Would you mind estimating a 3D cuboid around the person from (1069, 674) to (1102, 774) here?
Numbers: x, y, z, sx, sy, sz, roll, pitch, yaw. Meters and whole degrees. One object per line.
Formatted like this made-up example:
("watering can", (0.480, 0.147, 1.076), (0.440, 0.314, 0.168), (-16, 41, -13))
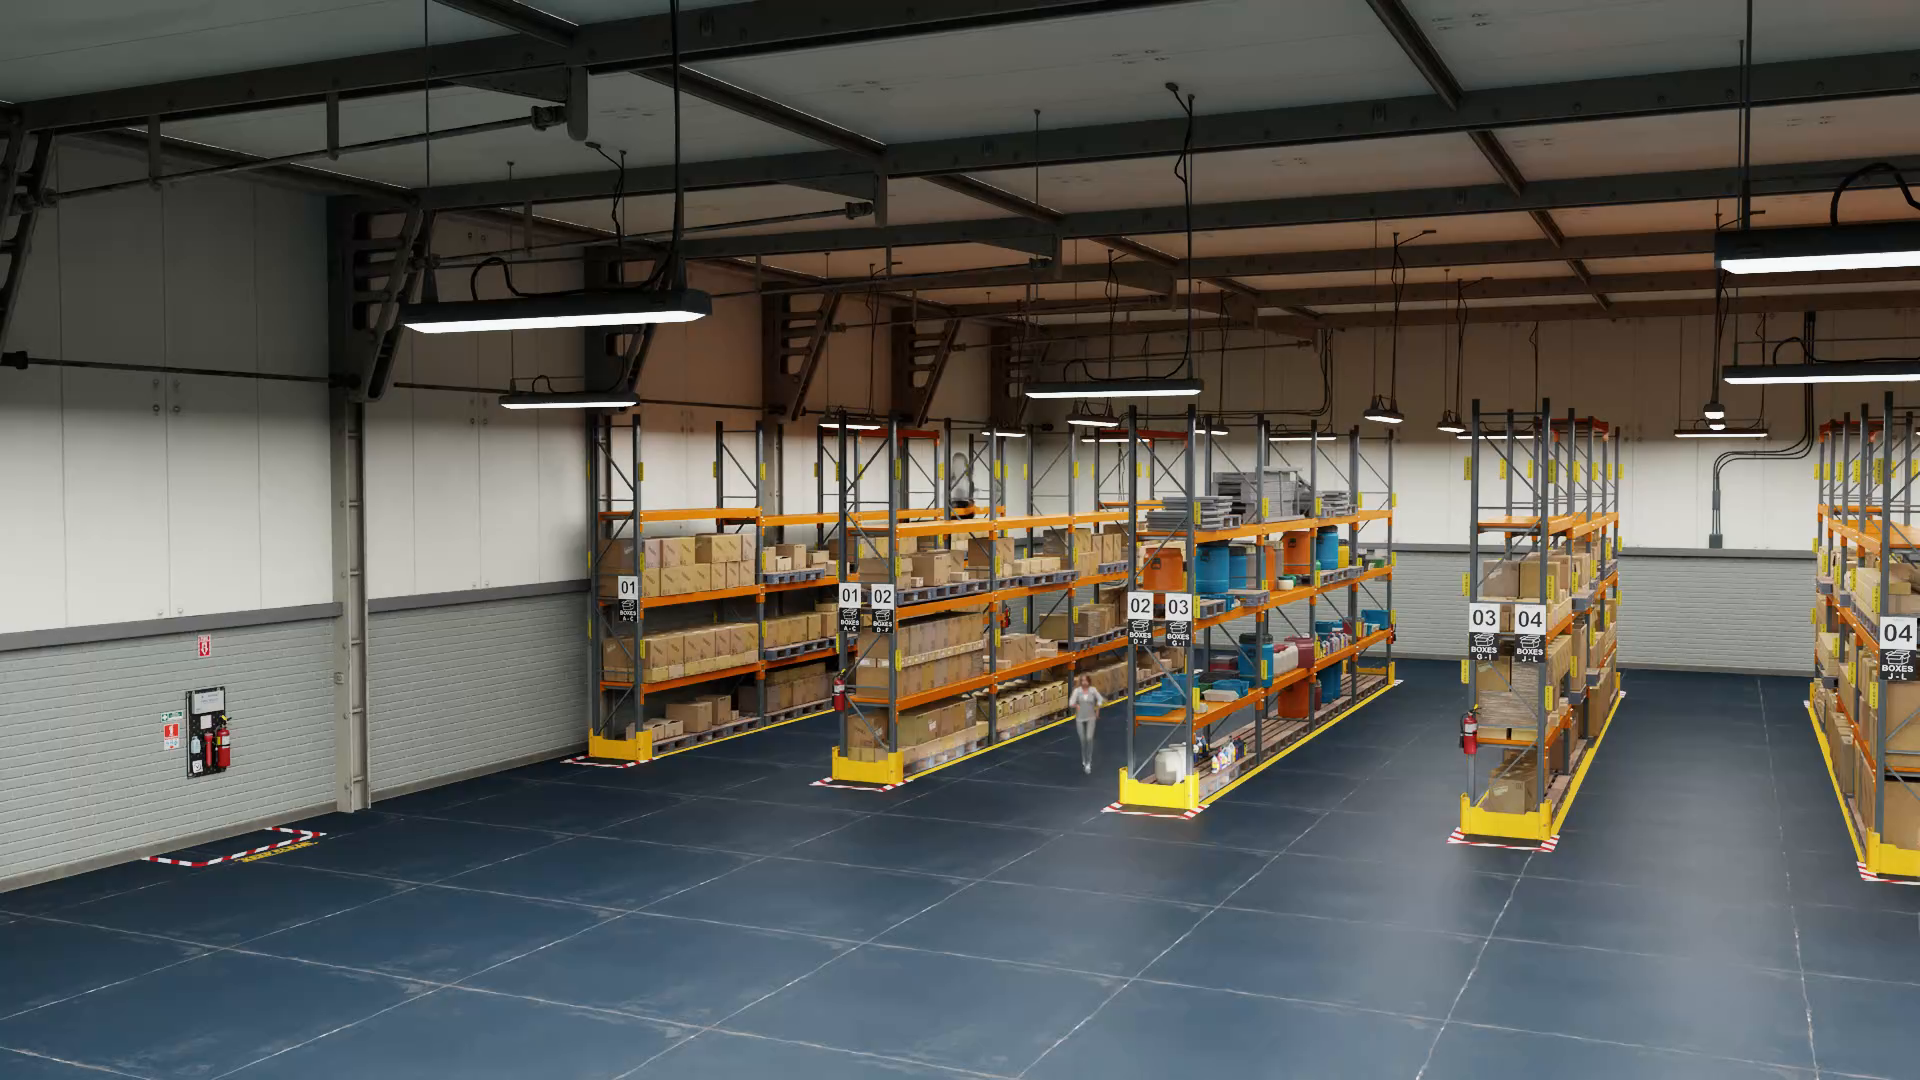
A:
("person", (2.095, 3.046, 27.841), (0.528, 1.633, 0.750), (1, 2, 14))
